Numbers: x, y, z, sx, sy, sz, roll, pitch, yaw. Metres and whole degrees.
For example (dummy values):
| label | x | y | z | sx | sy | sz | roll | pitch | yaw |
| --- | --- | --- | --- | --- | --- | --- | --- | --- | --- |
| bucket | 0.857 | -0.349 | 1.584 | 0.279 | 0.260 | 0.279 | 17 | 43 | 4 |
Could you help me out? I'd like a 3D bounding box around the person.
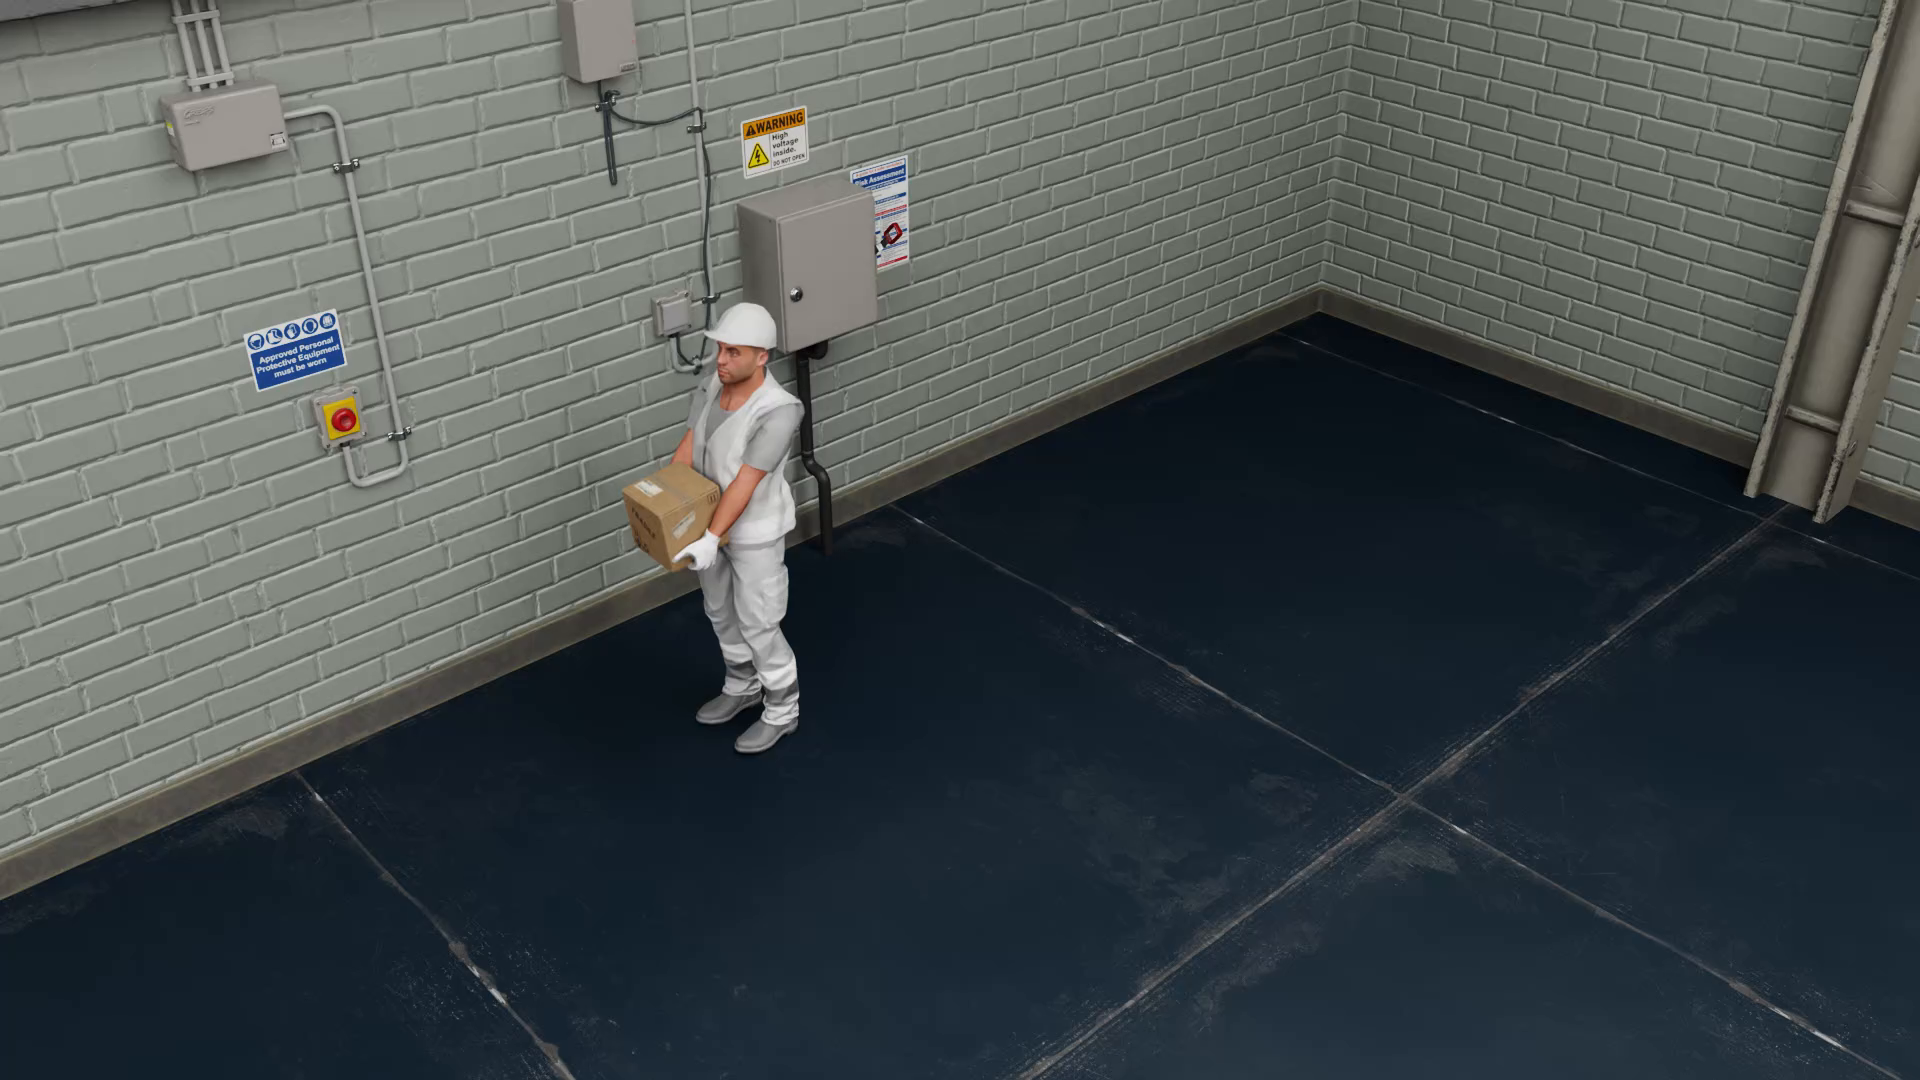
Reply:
| label | x | y | z | sx | sy | sz | roll | pitch | yaw |
| --- | --- | --- | --- | --- | --- | --- | --- | --- | --- |
| person | -0.874 | 0.002 | 6.114 | 0.568 | 1.783 | 0.494 | -25 | 39 | -34 |
